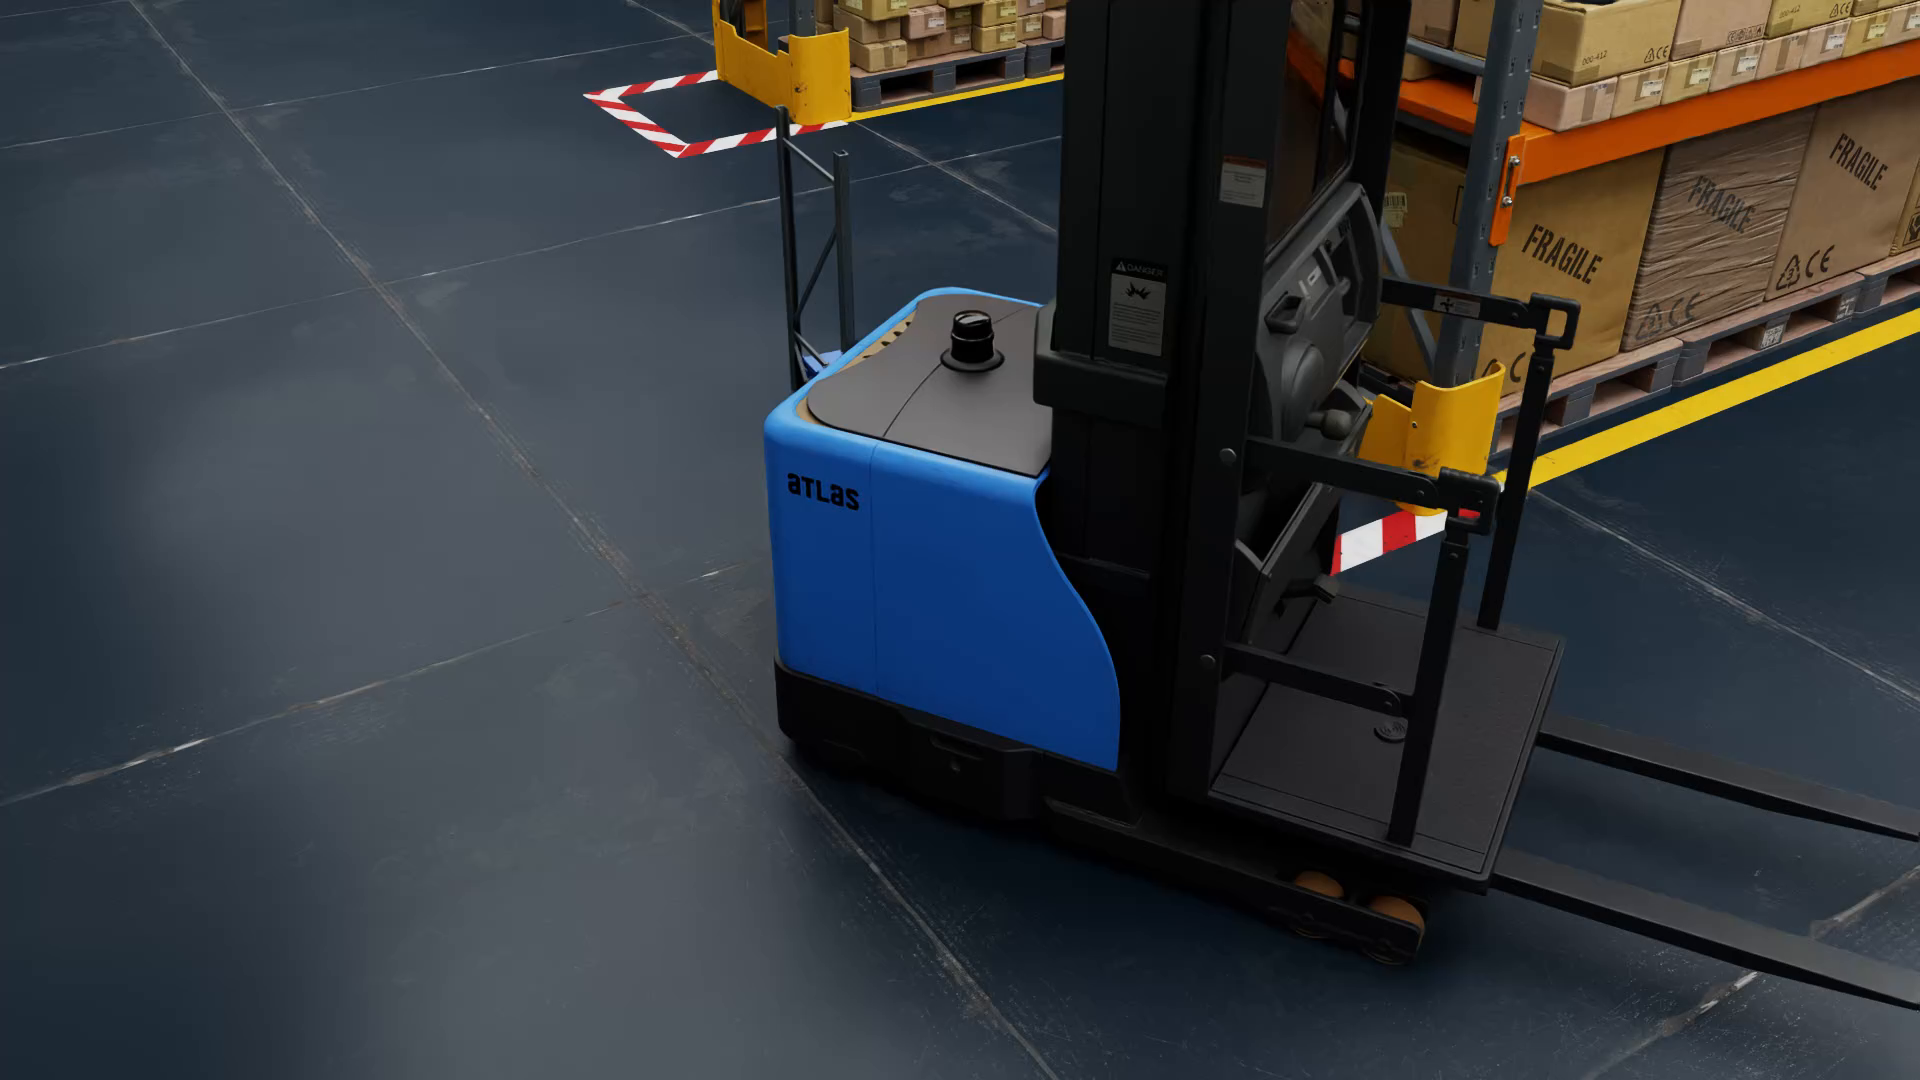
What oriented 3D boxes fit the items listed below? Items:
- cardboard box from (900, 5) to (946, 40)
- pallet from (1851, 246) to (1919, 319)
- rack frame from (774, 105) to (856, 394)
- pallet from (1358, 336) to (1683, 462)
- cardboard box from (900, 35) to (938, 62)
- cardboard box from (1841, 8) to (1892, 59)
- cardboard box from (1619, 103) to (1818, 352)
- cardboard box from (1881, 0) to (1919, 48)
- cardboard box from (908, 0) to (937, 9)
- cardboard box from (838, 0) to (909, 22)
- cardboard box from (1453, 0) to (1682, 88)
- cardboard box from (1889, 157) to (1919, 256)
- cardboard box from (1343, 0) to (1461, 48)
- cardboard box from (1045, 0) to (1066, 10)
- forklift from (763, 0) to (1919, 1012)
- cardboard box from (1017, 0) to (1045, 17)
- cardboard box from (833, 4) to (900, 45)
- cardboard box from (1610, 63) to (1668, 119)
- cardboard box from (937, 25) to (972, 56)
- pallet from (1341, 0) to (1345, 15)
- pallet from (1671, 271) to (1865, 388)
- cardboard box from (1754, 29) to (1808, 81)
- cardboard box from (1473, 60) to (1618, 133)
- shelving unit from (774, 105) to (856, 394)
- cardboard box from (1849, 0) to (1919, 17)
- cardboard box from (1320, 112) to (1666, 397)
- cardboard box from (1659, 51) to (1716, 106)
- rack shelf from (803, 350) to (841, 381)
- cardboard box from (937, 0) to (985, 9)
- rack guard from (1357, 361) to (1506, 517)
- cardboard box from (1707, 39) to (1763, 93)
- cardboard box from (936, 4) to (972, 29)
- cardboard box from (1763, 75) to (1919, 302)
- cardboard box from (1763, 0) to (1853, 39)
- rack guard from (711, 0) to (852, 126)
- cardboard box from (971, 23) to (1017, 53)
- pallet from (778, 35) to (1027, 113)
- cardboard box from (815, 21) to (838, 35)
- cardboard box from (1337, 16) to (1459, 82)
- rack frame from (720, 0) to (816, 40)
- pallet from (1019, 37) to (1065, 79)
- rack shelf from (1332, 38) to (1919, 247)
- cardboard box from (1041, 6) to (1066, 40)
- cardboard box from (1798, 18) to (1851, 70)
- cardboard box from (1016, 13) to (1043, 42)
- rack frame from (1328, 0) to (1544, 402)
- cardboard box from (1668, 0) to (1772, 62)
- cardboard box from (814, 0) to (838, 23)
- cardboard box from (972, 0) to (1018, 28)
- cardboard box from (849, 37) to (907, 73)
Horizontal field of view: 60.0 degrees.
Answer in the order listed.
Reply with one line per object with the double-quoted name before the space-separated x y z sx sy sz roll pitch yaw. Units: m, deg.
"cardboard box" -0.288 -3.098 9.849 0.250 0.149 0.380 -19 37 -27
"pallet" 4.155 -1.449 7.849 1.213 0.211 1.003 -19 37 -27
"rack frame" -0.436 -0.559 5.230 0.032 1.500 0.500 -15 35 -22
"pallet" 2.104 -0.743 6.730 1.213 0.211 1.003 -19 37 -27
"cardboard box" -0.339 -3.002 9.976 0.250 0.149 0.380 -19 37 -27
"cardboard box" 3.243 -1.950 6.265 0.250 0.149 0.380 -20 37 -28
"cardboard box" 2.733 -1.419 6.786 0.875 0.875 0.875 -19 37 -27
"cardboard box" 3.463 -2.027 6.387 0.250 0.149 0.380 -18 37 -27
"cardboard box" -0.337 -3.266 9.837 0.250 0.149 0.380 -18 37 -26
"cardboard box" -0.504 -3.132 9.625 0.250 0.149 0.380 -21 38 -29
"cardboard box" 2.024 -1.736 5.553 0.500 0.250 0.500 -20 37 -28
"cardboard box" 4.238 -1.937 7.607 0.875 0.875 0.875 -19 37 -27
"cardboard box" 1.738 -1.978 5.936 0.500 0.250 0.500 -20 37 -28
"cardboard box" 0.521 -3.450 10.407 0.250 0.149 0.380 -17 36 -25
"forklift" 1.030 -0.521 3.829 3.031 2.935 1.130 15 35 22
"cardboard box" 0.316 -3.353 10.253 0.250 0.149 0.380 -21 38 -29
"cardboard box" -0.549 -3.044 9.763 0.250 0.149 0.380 -17 36 -25
"cardboard box" 2.166 -1.580 5.678 0.250 0.149 0.380 -20 37 -28
"cardboard box" -0.134 -3.077 10.095 0.250 0.149 0.380 -19 37 -27
"pallet" 2.887 -4.112 12.071 1.213 0.211 1.003 -19 37 -27
"pallet" 3.128 -1.094 7.286 1.213 0.211 1.003 -19 37 -27
"cardboard box" 2.814 -1.803 6.032 0.250 0.149 0.380 -20 37 -28
"cardboard box" 1.951 -1.505 5.559 0.250 0.149 0.380 -19 37 -27
"shelving unit" 0.019 -0.680 5.422 1.048 1.500 0.538 -15 35 -22
"cardboard box" 3.317 -2.187 6.266 0.500 0.250 0.500 -20 37 -28
"cardboard box" 1.969 -1.156 6.369 0.875 0.875 0.875 -19 37 -27
"cardboard box" 2.381 -1.654 5.796 0.250 0.149 0.380 -20 37 -28
"rack shelf" 0.019 -0.528 5.518 1.000 0.185 0.538 -15 35 -22
"cardboard box" -0.056 -3.281 9.861 0.250 0.149 0.380 -19 37 -27
"rack guard" 1.454 -0.592 6.220 0.348 0.500 1.175 -19 37 -27
"cardboard box" 2.600 -1.730 5.916 0.250 0.149 0.380 -20 37 -28
"cardboard box" -0.130 -3.208 10.024 0.250 0.149 0.380 -18 37 -27
"cardboard box" 3.481 -1.677 7.194 0.875 0.875 0.875 -19 37 -27
"cardboard box" 2.881 -2.033 6.024 0.500 0.250 0.500 -20 38 -29
"rack guard" -1.065 -2.875 9.838 0.348 0.500 1.175 -19 37 -27
"cardboard box" 0.140 -3.102 10.134 0.250 0.149 0.380 -18 37 -27
"pallet" -0.363 -2.971 10.263 1.213 0.211 1.003 -19 37 -27
"cardboard box" -0.799 -3.127 10.175 0.250 0.149 0.380 -18 37 -26
"cardboard box" 1.595 -1.801 6.029 0.250 0.149 0.380 -18 37 -26
"rack frame" -1.128 -3.910 9.137 0.127 3.000 1.000 -19 37 -27
"pallet" 0.662 -3.322 10.818 1.213 0.211 1.003 -19 37 -27
"rack shelf" 3.155 -1.930 6.673 4.000 0.370 1.077 -19 37 -27
"cardboard box" 0.560 -3.251 10.371 0.250 0.149 0.380 -21 38 -30
"cardboard box" 3.031 -1.878 6.150 0.250 0.149 0.380 -19 37 -28
"cardboard box" 0.303 -3.218 10.318 0.250 0.149 0.380 -19 37 -27
"rack frame" 1.474 -1.656 5.564 0.127 3.000 1.000 -19 37 -27
"cardboard box" 2.457 -1.890 5.796 0.500 0.250 0.500 -19 37 -28
"cardboard box" -0.839 -3.288 10.151 0.250 0.149 0.380 -20 37 -29
"cardboard box" 0.144 -3.234 10.064 0.250 0.149 0.380 -18 36 -26
"cardboard box" -0.515 -2.890 9.798 0.250 0.149 0.380 -18 37 -26
